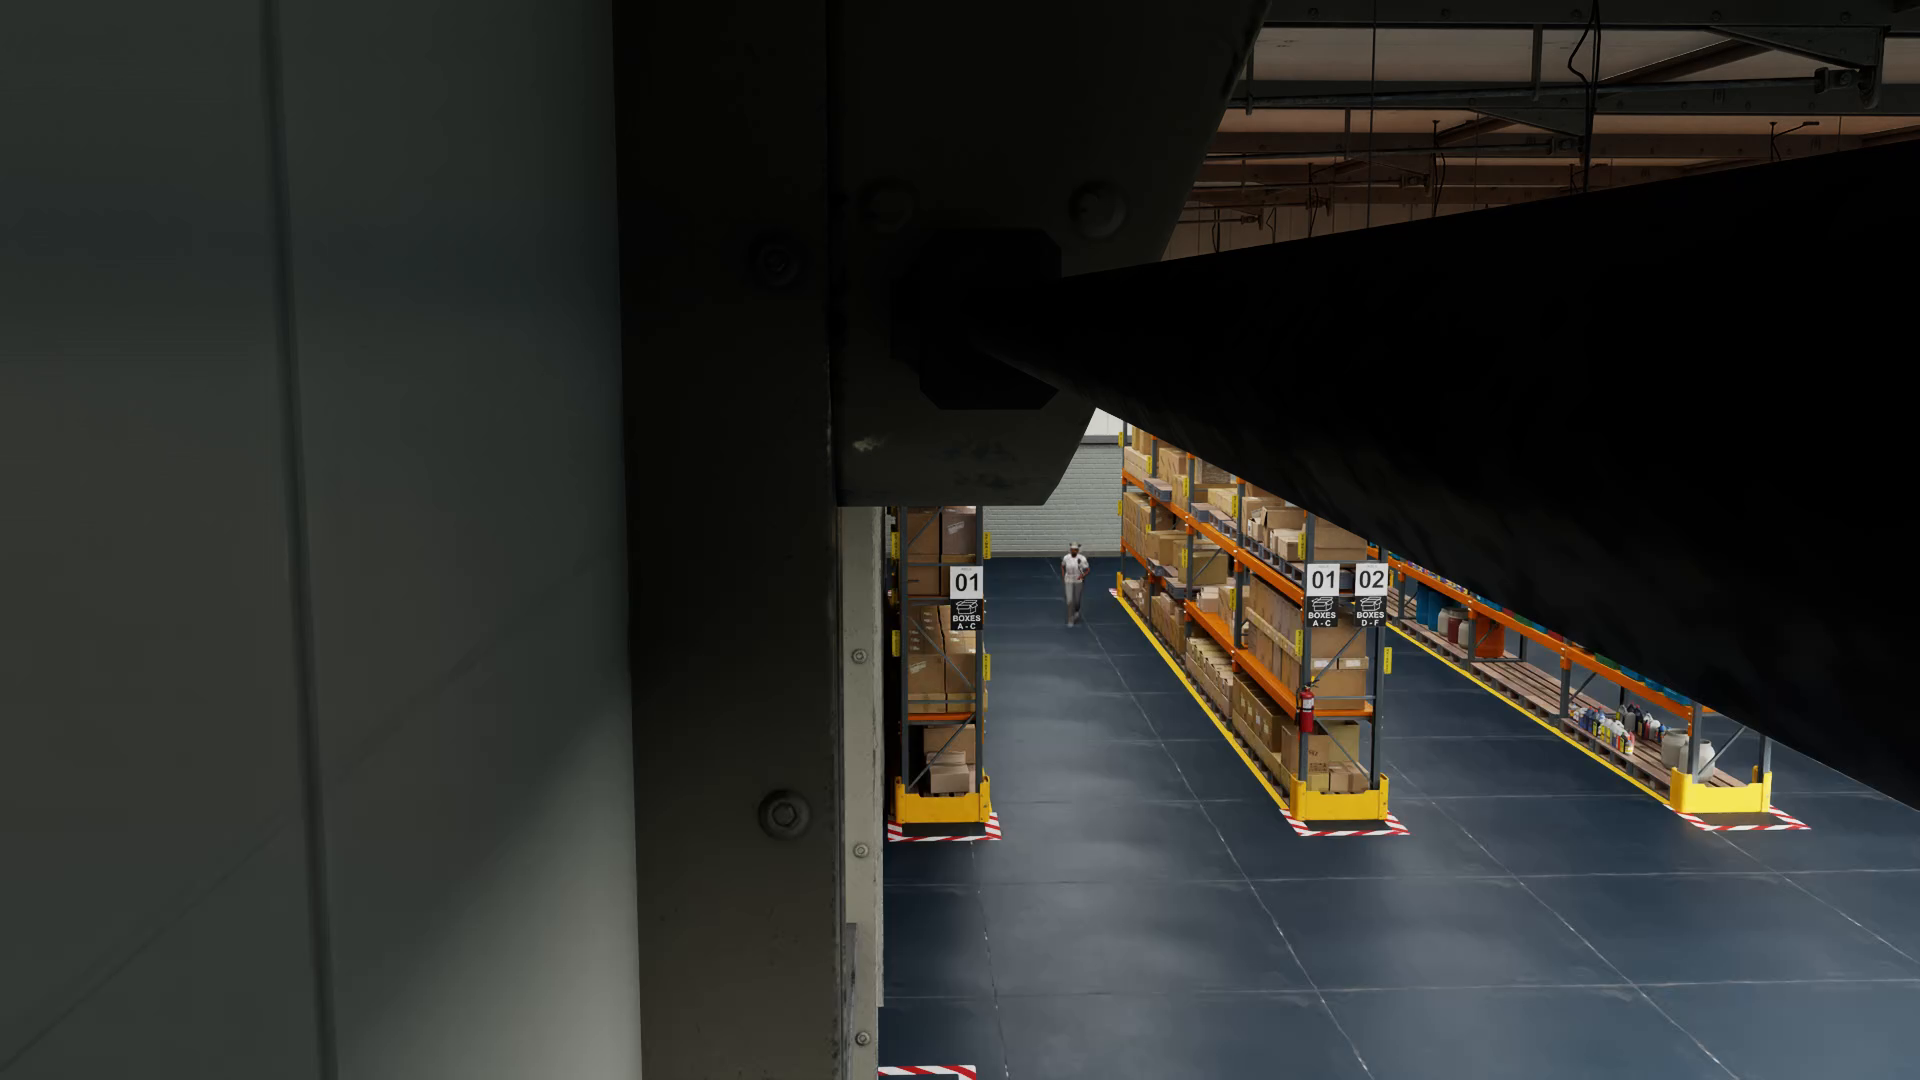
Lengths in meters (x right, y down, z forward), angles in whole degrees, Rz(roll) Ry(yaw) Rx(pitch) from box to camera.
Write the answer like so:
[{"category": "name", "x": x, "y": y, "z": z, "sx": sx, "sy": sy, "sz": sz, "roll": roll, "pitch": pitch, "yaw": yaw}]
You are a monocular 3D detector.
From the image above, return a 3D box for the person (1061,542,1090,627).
[{"category": "person", "x": 2.303, "y": 0.873, "z": 33.204, "sx": 0.585, "sy": 1.724, "sz": 0.744, "roll": 0, "pitch": 8, "yaw": 3}]

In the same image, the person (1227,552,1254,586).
[{"category": "person", "x": 5.836, "y": 0.653, "z": 34.591, "sx": 0.542, "sy": 1.681, "sz": 1.066, "roll": -1, "pitch": 8, "yaw": -6}]
